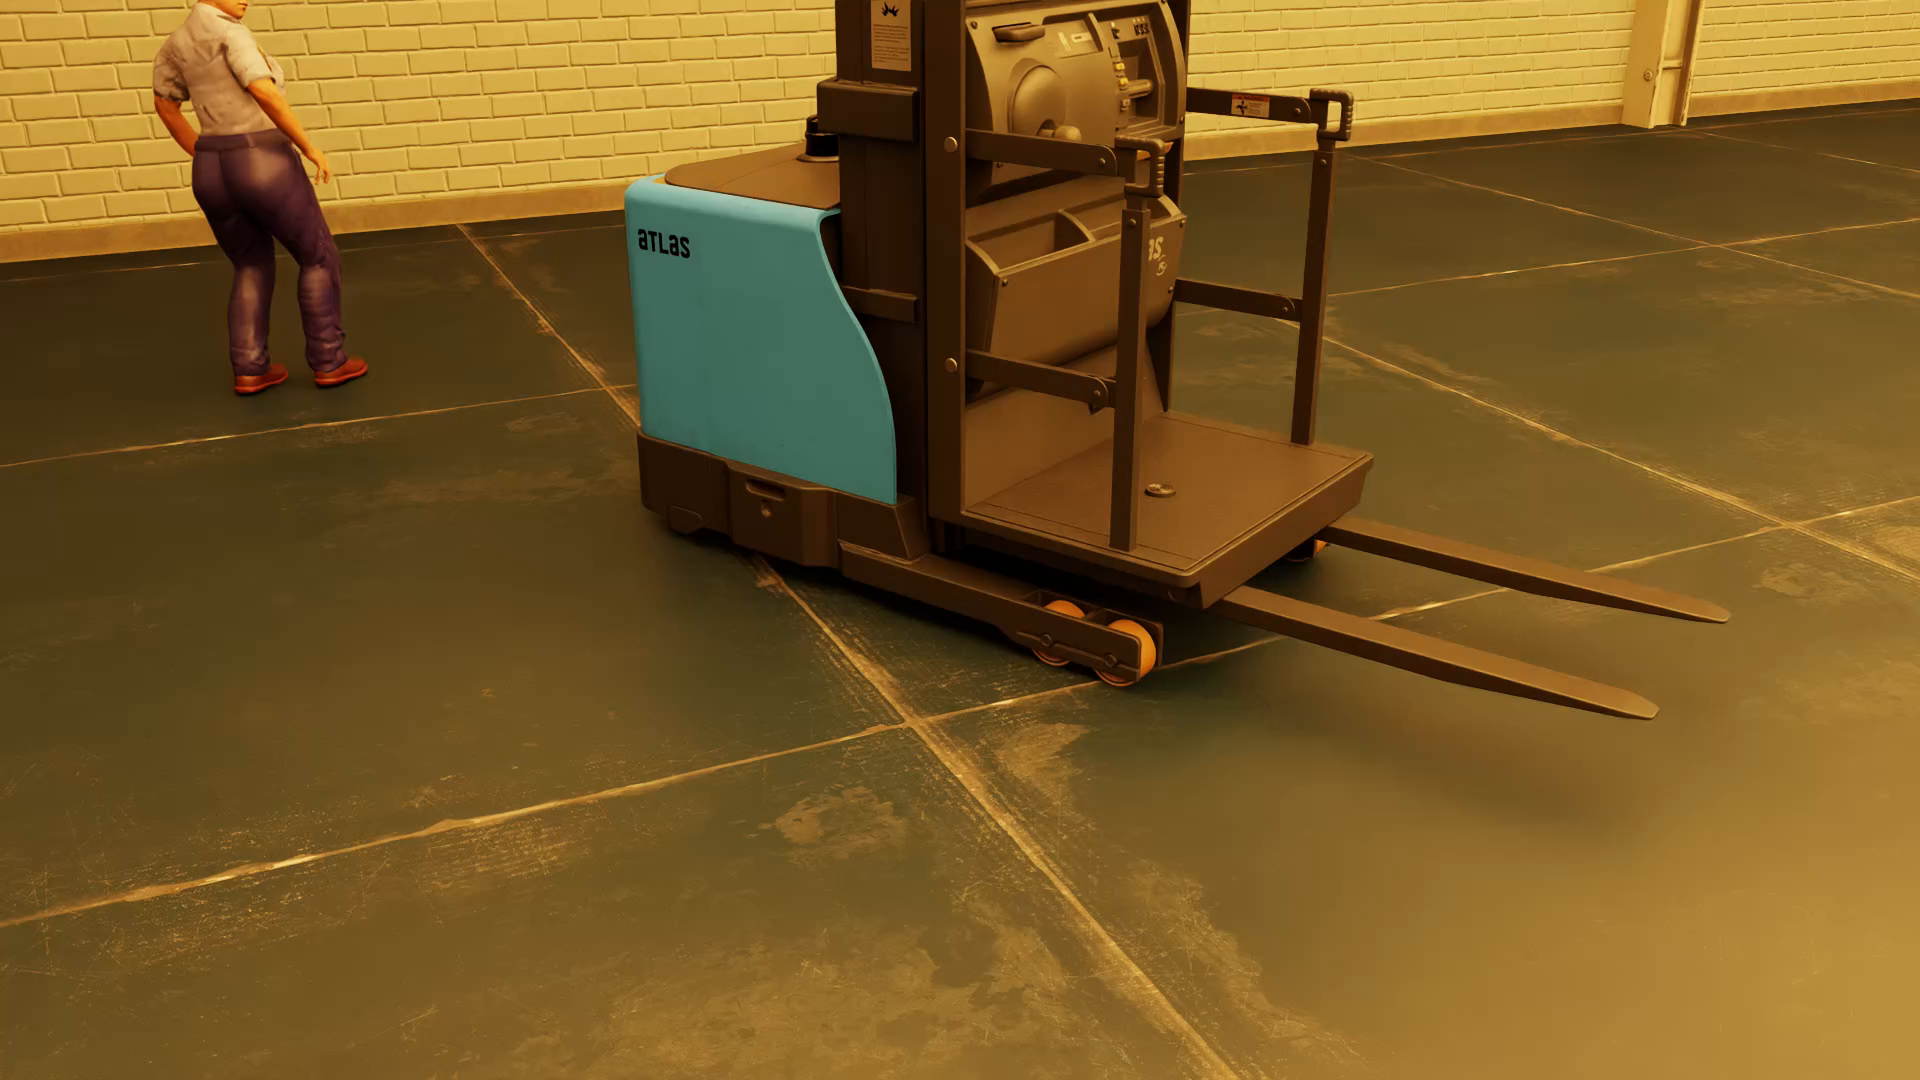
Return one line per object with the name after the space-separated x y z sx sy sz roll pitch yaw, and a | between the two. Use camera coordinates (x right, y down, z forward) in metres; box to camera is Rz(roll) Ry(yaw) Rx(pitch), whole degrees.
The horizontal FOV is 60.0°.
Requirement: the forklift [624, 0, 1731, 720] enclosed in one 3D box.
0.488 -1.213 4.206 3.031 2.935 1.130 16 27 34 | forklift

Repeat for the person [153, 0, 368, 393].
-2.678 -1.382 6.324 0.675 1.628 0.485 8 24 19 | person
